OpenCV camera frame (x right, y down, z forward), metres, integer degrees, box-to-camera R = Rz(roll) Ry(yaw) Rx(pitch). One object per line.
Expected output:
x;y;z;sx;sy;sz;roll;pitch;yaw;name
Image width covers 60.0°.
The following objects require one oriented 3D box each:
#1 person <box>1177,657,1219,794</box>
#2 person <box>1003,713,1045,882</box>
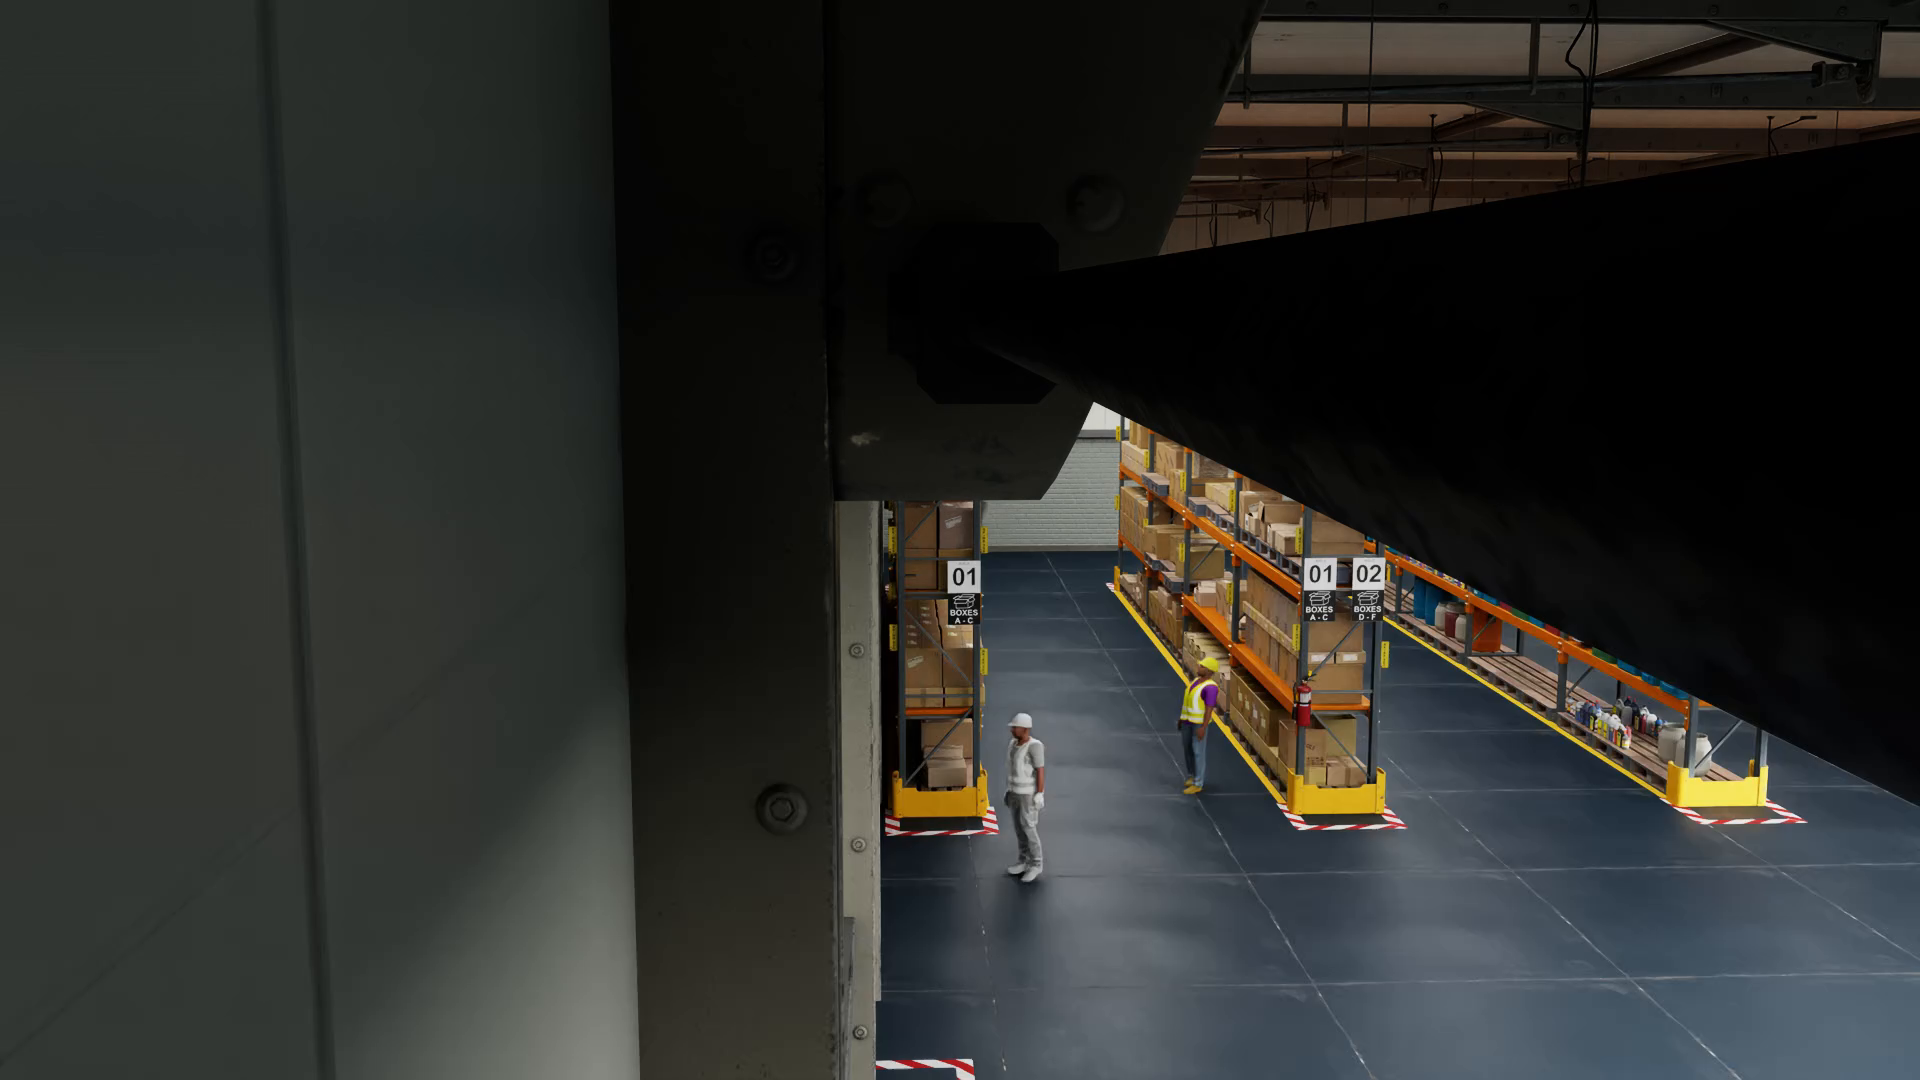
3.047;2.385;21.580;0.607;1.744;0.598;-7;11;-39;person
0.686;2.827;18.393;0.391;1.831;0.604;-5;10;-31;person
